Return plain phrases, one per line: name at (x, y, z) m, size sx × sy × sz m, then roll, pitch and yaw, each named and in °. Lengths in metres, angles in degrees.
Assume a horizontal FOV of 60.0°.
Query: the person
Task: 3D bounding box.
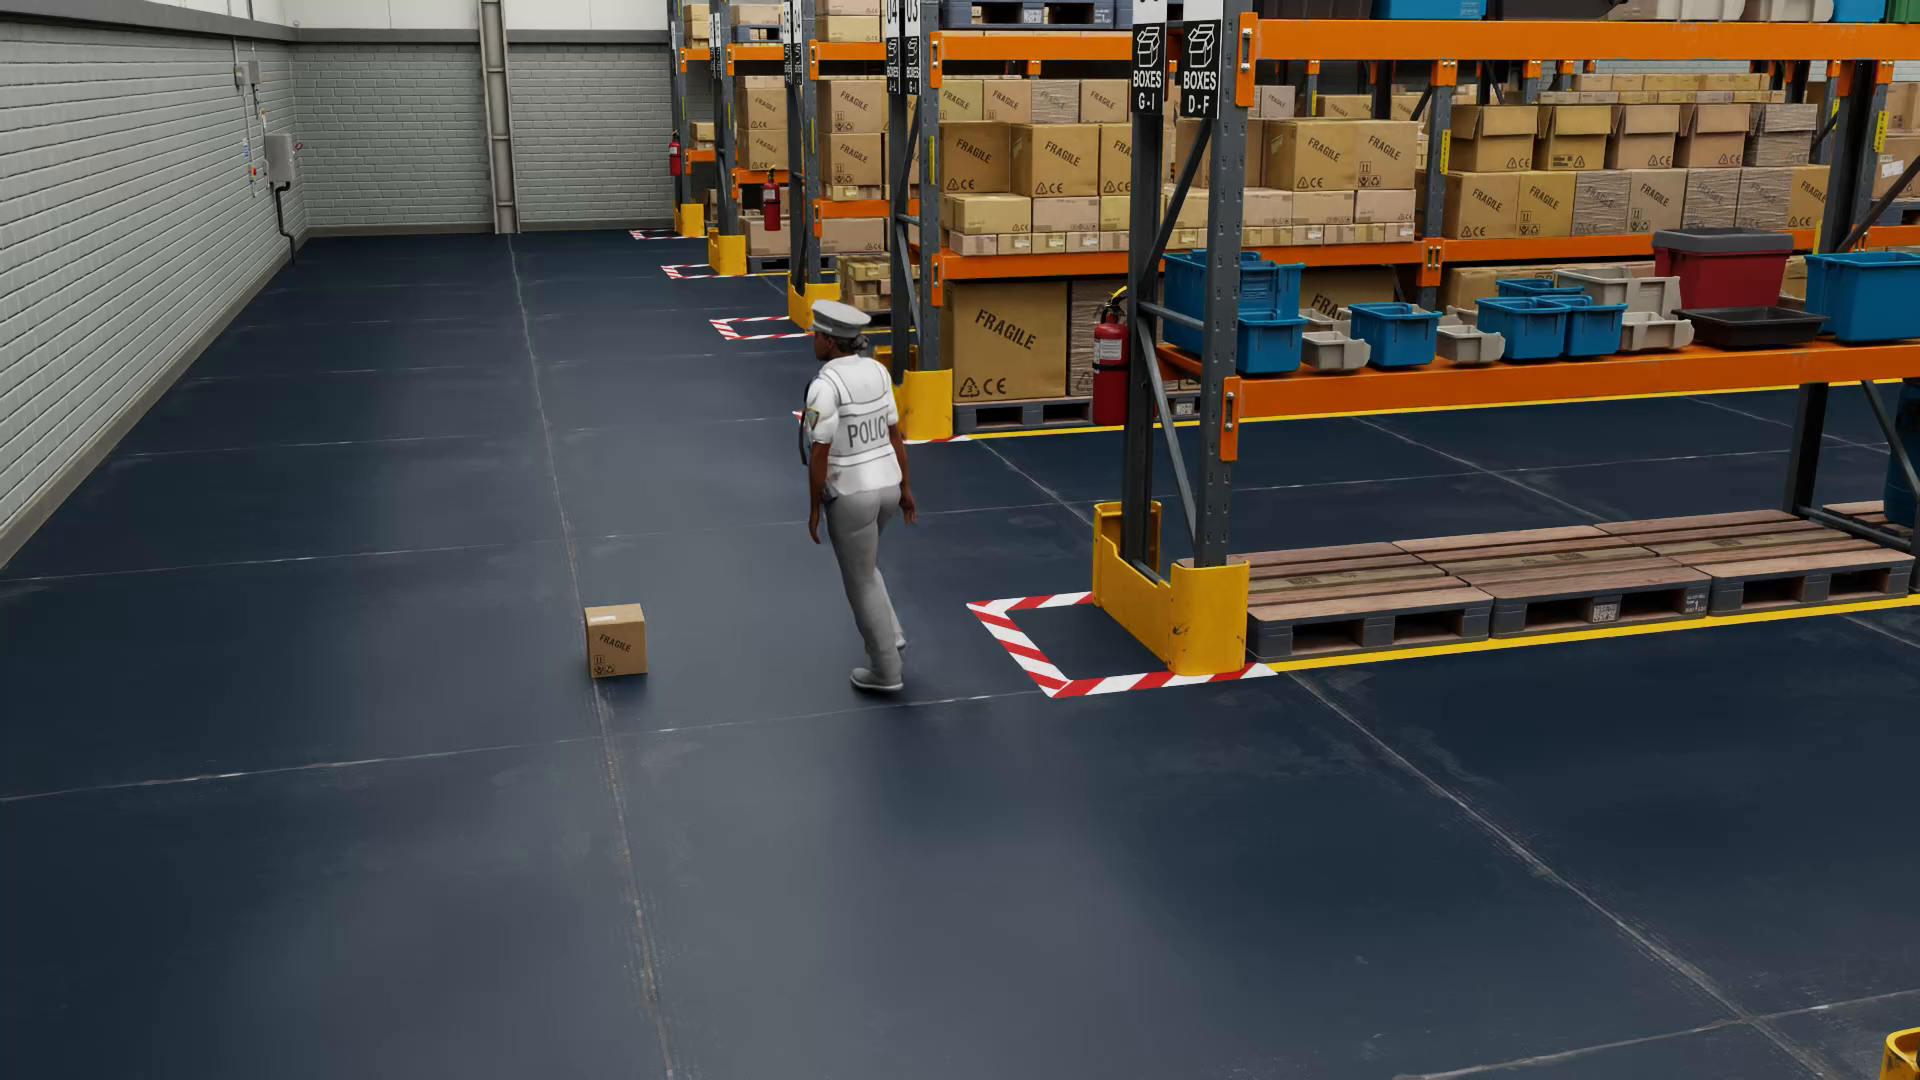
person at (-0.433, -0.185, 7.067) m, size 0.489 × 1.673 × 0.515 m, roll 11°, pitch 20°, yaw 34°
